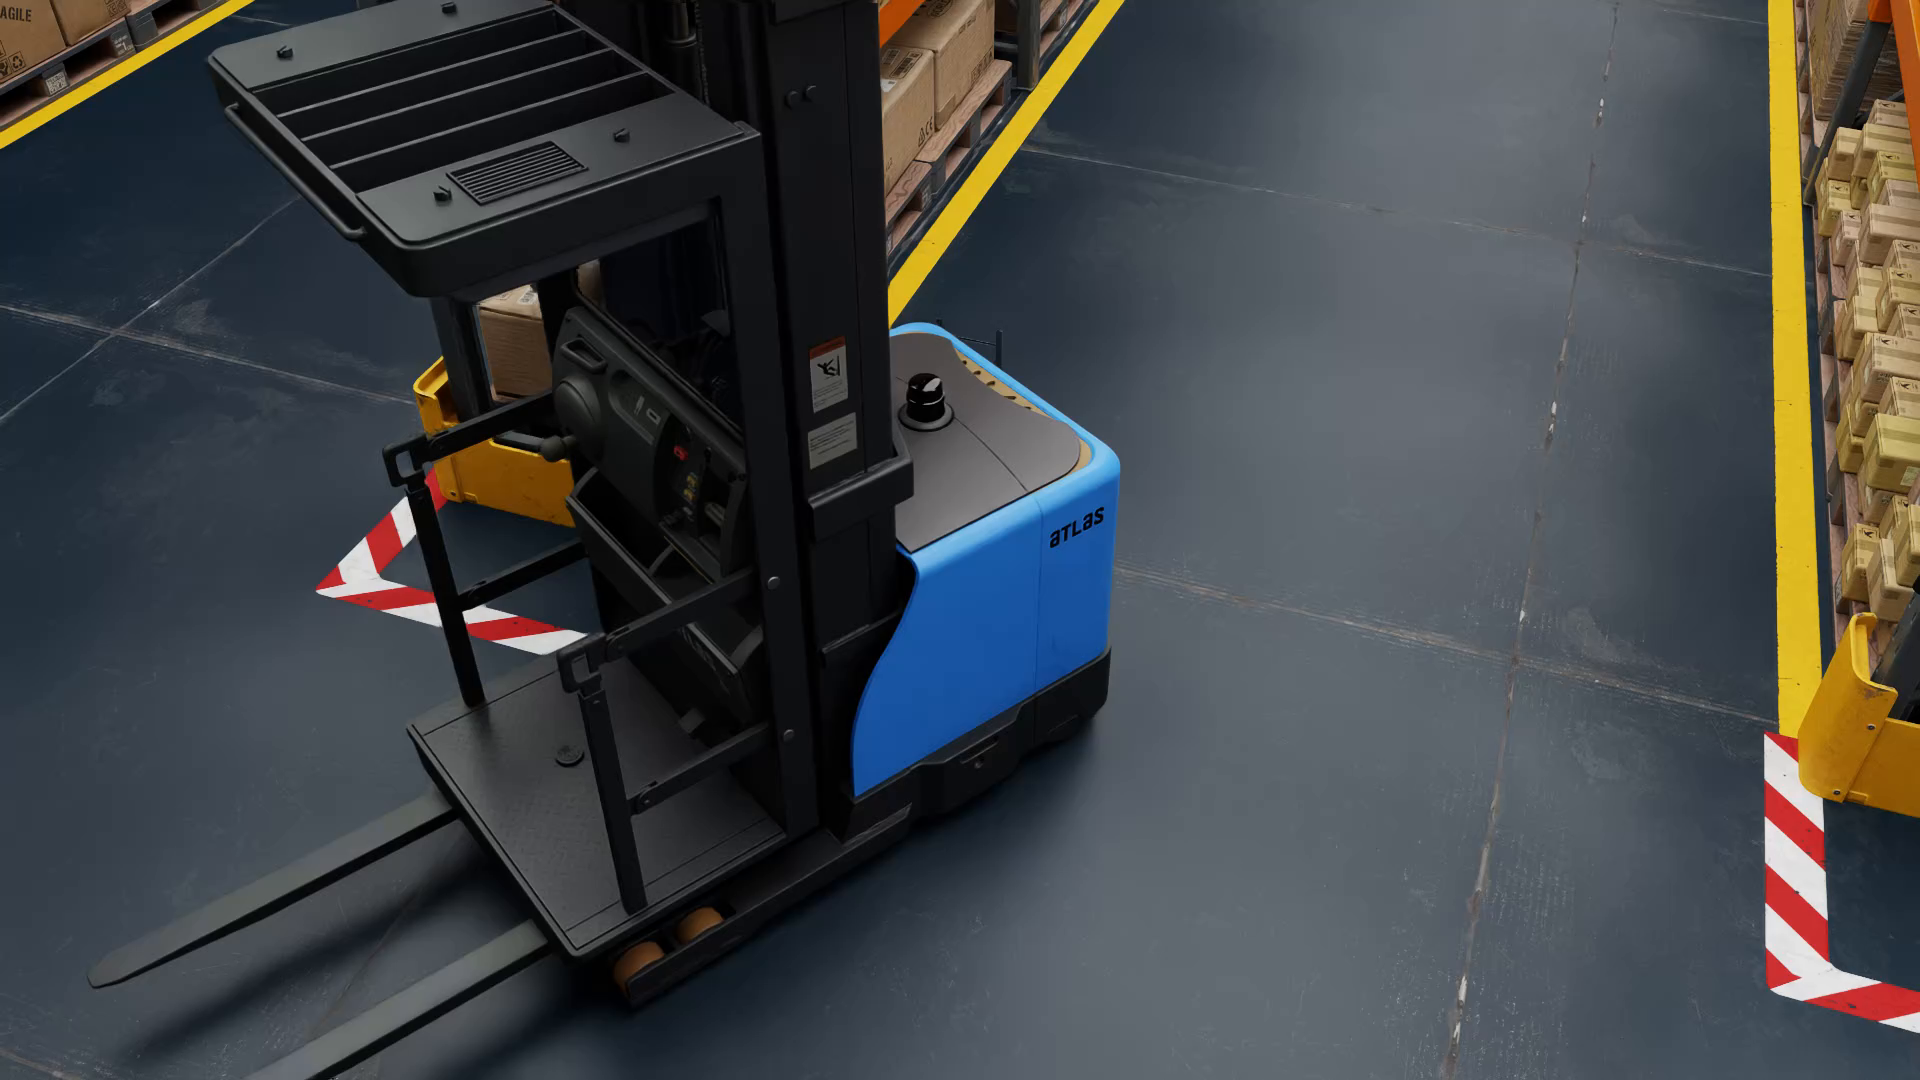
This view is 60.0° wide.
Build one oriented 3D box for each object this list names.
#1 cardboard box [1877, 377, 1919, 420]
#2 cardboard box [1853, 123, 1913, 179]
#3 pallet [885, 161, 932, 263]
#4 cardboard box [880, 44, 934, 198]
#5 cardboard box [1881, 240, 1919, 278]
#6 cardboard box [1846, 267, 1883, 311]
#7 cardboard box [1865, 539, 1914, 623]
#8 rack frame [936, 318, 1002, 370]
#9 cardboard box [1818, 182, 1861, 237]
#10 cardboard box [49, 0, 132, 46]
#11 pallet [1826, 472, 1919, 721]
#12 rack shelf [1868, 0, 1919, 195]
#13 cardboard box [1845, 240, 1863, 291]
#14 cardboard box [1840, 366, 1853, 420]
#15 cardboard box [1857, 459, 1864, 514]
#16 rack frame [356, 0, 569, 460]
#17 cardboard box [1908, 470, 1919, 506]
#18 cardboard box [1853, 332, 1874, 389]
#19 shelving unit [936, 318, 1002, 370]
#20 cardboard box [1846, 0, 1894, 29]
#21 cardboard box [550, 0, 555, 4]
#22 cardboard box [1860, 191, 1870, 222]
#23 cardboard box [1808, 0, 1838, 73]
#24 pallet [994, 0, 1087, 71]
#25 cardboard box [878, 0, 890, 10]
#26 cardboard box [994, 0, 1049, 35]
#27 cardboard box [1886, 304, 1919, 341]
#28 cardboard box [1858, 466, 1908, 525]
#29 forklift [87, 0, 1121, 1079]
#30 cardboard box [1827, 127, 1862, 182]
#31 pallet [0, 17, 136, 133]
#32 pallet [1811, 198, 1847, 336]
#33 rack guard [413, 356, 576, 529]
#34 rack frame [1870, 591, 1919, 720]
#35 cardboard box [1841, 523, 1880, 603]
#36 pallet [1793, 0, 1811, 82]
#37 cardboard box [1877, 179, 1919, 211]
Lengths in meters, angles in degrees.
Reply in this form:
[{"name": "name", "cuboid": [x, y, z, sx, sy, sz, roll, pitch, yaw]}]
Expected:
[{"name": "cardboard box", "cuboid": [3.462, -0.416, 5.841, 0.380, 0.149, 0.250, 12, 42, 13]}, {"name": "cardboard box", "cuboid": [4.168, -1.687, 7.331, 0.380, 0.149, 0.250, 15, 43, 17]}, {"name": "pallet", "cuboid": [-0.805, -1.487, 7.831, 1.003, 0.211, 1.213, 13, 42, 15]}, {"name": "cardboard box", "cuboid": [-0.677, -2.021, 7.958, 0.875, 0.438, 0.875, 12, 42, 14]}, {"name": "cardboard box", "cuboid": [3.880, -1.036, 6.568, 0.380, 0.149, 0.250, 12, 42, 13]}, {"name": "cardboard box", "cuboid": [3.797, -0.945, 6.691, 0.380, 0.149, 0.250, 13, 42, 15]}, {"name": "cardboard box", "cuboid": [3.174, 0.162, 5.393, 0.380, 0.149, 0.250, 12, 42, 14]}, {"name": "rack frame", "cuboid": [0.032, -0.399, 6.025, 0.240, 0.900, 0.006, 13, 42, 15]}, {"name": "cardboard box", "cuboid": [4.113, -1.466, 7.531, 0.380, 0.149, 0.250, 14, 43, 16]}, {"name": "cardboard box", "cuboid": [-5.108, -3.108, 9.184, 0.700, 0.500, 0.500, 12, 42, 13]}, {"name": "pallet", "cuboid": [3.599, 0.262, 5.780, 1.003, 0.211, 1.213, 13, 42, 15]}, {"name": "rack shelf", "cuboid": [3.946, -1.211, 5.912, 1.077, 0.370, 4.000, 13, 42, 15]}, {"name": "cardboard box", "cuboid": [4.037, -1.137, 7.145, 0.380, 0.149, 0.250, 12, 42, 14]}, {"name": "cardboard box", "cuboid": [3.623, -0.514, 6.414, 0.380, 0.149, 0.250, 14, 42, 16]}, {"name": "cardboard box", "cuboid": [3.482, -0.182, 6.025, 0.380, 0.149, 0.250, 14, 42, 16]}, {"name": "rack frame", "cuboid": [-1.424, -1.302, 5.464, 1.000, 3.000, 0.127, 13, 42, 15]}, {"name": "cardboard box", "cuboid": [3.345, -0.086, 5.454, 0.380, 0.149, 0.250, 14, 42, 16]}, {"name": "cardboard box", "cuboid": [3.621, -0.626, 6.317, 0.380, 0.149, 0.250, 15, 43, 17]}, {"name": "shelving unit", "cuboid": [-0.003, -0.337, 5.952, 0.258, 0.900, 0.210, 13, 42, 15]}, {"name": "cardboard box", "cuboid": [4.647, -2.709, 8.138, 0.500, 0.250, 0.500, 12, 42, 14]}, {"name": "cardboard box", "cuboid": [-1.483, -2.067, 5.514, 0.500, 0.500, 0.500, 15, 43, 16]}, {"name": "cardboard box", "cuboid": [4.154, -1.412, 7.237, 0.380, 0.149, 0.250, 13, 42, 15]}, {"name": "cardboard box", "cuboid": [4.822, -2.733, 8.745, 0.500, 0.500, 0.500, 12, 42, 14]}, {"name": "pallet", "cuboid": [0.137, -3.168, 9.800, 1.003, 0.211, 1.213, 13, 42, 15]}, {"name": "cardboard box", "cuboid": [-0.497, -2.499, 6.791, 0.500, 0.500, 0.500, 15, 43, 17]}, {"name": "cardboard box", "cuboid": [0.081, -3.489, 9.341, 0.875, 0.875, 0.875, 15, 43, 16]}, {"name": "cardboard box", "cuboid": [3.696, -0.728, 6.207, 0.380, 0.149, 0.250, 12, 42, 14]}, {"name": "cardboard box", "cuboid": [3.350, -0.156, 5.765, 0.380, 0.149, 0.250, 12, 42, 13]}, {"name": "forklift", "cuboid": [-0.981, -0.201, 4.227, 3.031, 2.935, 1.130, -27, 47, -28]}, {"name": "cardboard box", "cuboid": [4.205, -1.743, 7.625, 0.380, 0.149, 0.250, 15, 43, 17]}, {"name": "pallet", "cuboid": [-5.373, -2.614, 9.152, 1.003, 0.211, 1.213, 13, 42, 15]}, {"name": "pallet", "cuboid": [4.434, -1.226, 7.524, 1.003, 0.211, 1.213, 13, 42, 15]}, {"name": "rack guard", "cuboid": [-1.432, -0.336, 6.259, 1.175, 0.500, 0.348, 13, 42, 15]}, {"name": "rack frame", "cuboid": [3.262, -0.265, 4.249, 1.000, 3.000, 0.127, 13, 42, 15]}, {"name": "cardboard box", "cuboid": [3.239, 0.114, 5.679, 0.380, 0.149, 0.250, 15, 43, 16]}, {"name": "pallet", "cuboid": [5.310, -2.865, 9.446, 1.003, 0.211, 1.213, 13, 42, 15]}, {"name": "cardboard box", "cuboid": [4.060, -1.358, 6.945, 0.380, 0.149, 0.250, 12, 42, 14]}]
